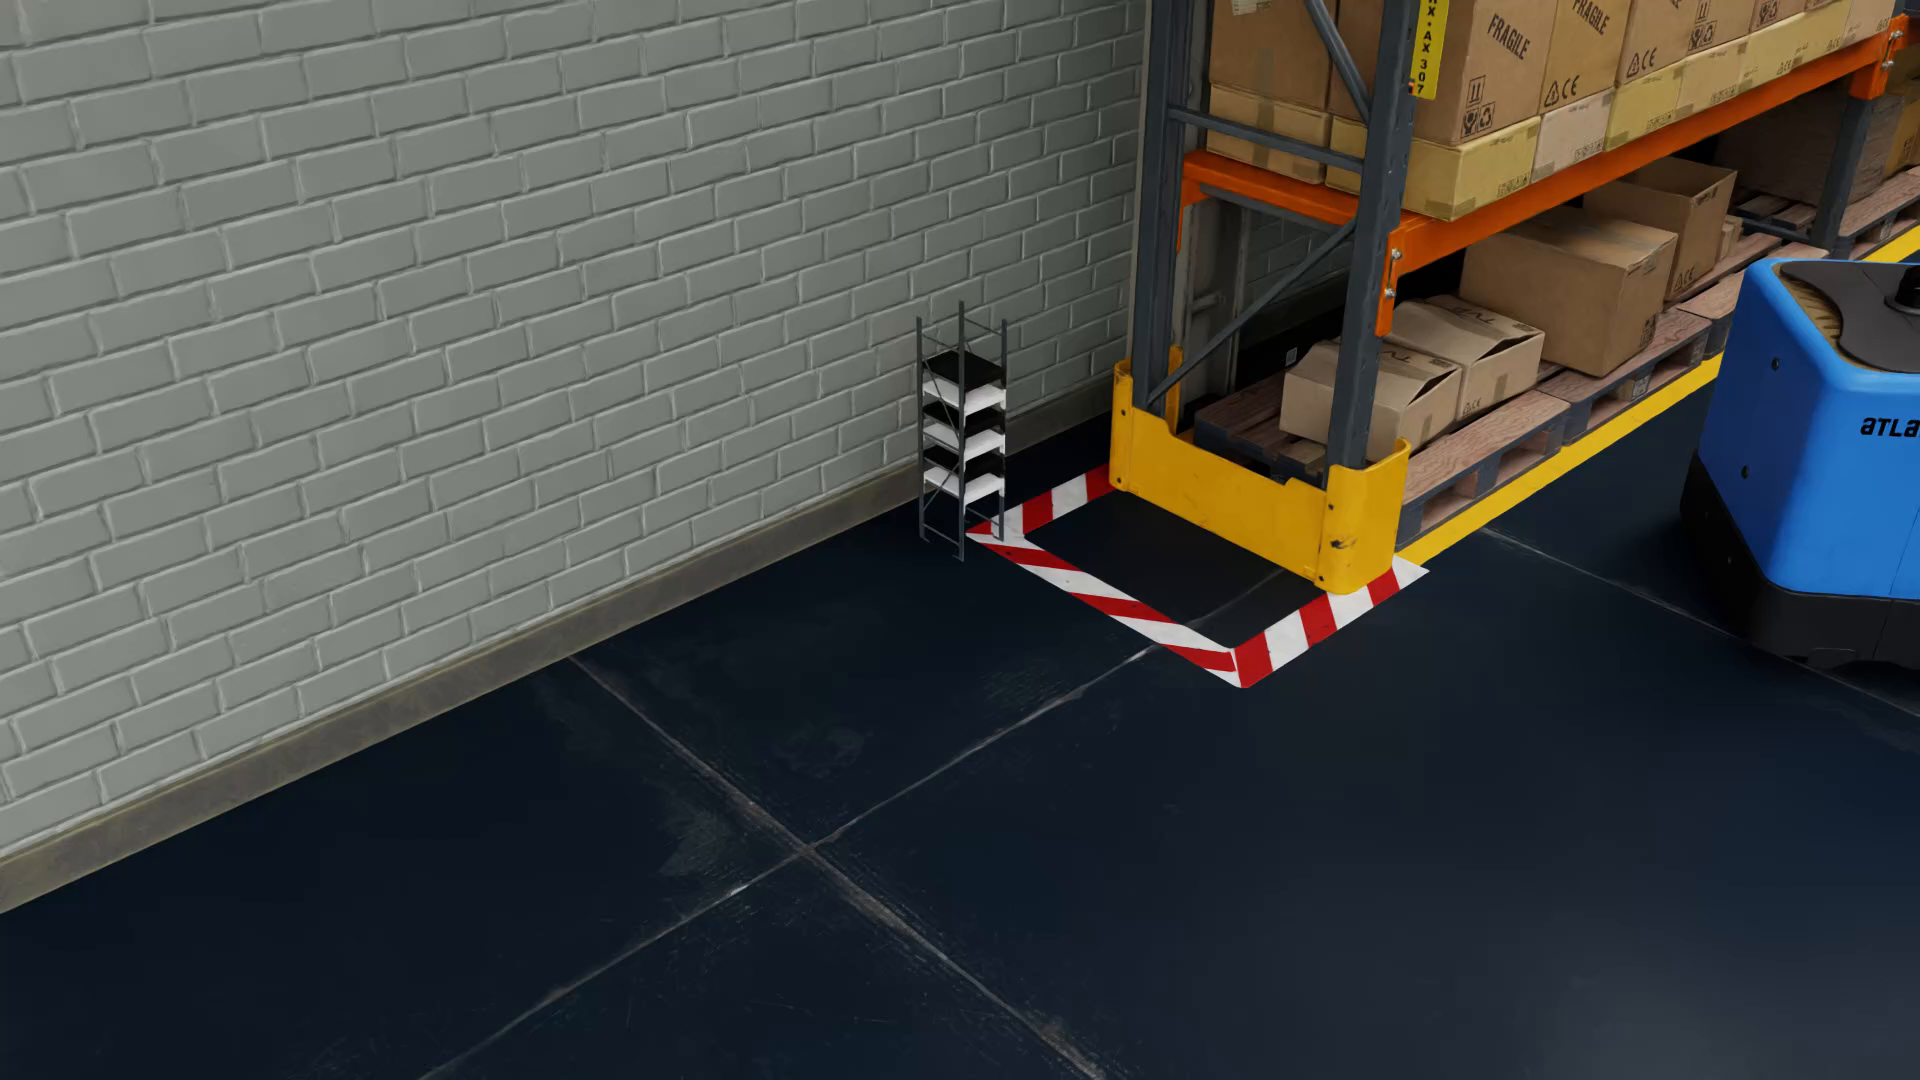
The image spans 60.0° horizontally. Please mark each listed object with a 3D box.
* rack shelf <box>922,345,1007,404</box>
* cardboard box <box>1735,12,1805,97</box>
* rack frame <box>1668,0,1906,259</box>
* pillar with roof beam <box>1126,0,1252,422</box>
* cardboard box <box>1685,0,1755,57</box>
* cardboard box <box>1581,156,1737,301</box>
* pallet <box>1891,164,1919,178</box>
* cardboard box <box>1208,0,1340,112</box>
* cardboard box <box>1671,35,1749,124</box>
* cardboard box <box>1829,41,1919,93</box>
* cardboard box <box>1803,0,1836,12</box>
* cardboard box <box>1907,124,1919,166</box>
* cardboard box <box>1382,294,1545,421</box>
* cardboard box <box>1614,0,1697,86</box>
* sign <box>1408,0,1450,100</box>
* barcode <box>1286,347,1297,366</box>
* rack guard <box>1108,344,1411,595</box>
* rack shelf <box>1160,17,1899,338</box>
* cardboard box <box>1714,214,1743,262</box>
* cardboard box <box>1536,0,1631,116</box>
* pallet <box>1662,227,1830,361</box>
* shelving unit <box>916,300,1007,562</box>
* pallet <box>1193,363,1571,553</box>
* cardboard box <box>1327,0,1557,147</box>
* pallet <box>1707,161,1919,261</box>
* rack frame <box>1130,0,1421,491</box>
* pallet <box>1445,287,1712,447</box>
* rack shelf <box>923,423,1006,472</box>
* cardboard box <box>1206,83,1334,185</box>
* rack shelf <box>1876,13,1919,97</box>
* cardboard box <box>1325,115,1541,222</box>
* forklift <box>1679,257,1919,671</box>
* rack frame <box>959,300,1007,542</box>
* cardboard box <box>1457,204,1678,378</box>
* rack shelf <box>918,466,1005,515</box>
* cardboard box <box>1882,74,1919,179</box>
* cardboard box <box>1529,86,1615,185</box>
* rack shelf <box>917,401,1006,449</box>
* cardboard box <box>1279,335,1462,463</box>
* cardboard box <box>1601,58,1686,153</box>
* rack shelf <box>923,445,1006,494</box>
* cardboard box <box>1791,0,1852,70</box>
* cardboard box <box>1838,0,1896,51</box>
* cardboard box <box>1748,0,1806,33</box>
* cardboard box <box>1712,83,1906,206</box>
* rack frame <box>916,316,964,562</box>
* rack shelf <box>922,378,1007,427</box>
[{"bbox_3d":[0.006,-0.589,5.896,0.200,0.077,0.258,-26,40,-35],"label":"rack shelf"},{"bbox_3d":[3.095,-2.049,6.851,0.500,0.250,0.500,-26,40,-36],"label":"cardboard box"},{"bbox_3d":[3.966,-2.747,7.866,0.127,3.000,1.000,-26,40,-35],"label":"rack frame"},{"bbox_3d":[3.885,-2.820,2.235,0.400,9.000,9.100,-26,40,-35],"label":"pillar with roof beam"},{"bbox_3d":[2.710,-2.187,6.356,0.500,0.500,0.500,-24,39,-34],"label":"cardboard box"},{"bbox_3d":[3.232,-1.484,7.777,0.500,0.500,0.500,26,40,35],"label":"cardboard box"},{"bbox_3d":[5.431,-2.269,9.758,1.213,0.211,1.003,-26,40,-35],"label":"pallet"},{"bbox_3d":[1.234,-1.841,5.791,0.500,0.500,0.500,-26,40,-36],"label":"cardboard box"},{"bbox_3d":[2.727,-1.871,6.558,0.500,0.250,0.500,-25,40,-35],"label":"cardboard box"},{"bbox_3d":[4.815,-2.613,8.903,0.500,0.250,0.500,-27,40,-36],"label":"cardboard box"},{"bbox_3d":[3.467,-2.546,6.944,0.500,0.500,0.500,-26,40,-36],"label":"cardboard box"},{"bbox_3d":[5.241,-2.503,9.443,0.500,0.500,0.700,-25,40,-35],"label":"cardboard box"},{"bbox_3d":[2.019,-0.782,6.809,0.500,0.311,0.500,-22,38,-32],"label":"cardboard box"},{"bbox_3d":[2.339,-1.999,6.050,0.500,0.500,0.500,-27,41,-37],"label":"cardboard box"},{"bbox_3d":[1.402,-1.490,4.981,0.005,0.325,0.100,-26,40,-35],"label":"sign"},{"bbox_3d":[1.343,-0.743,6.736,0.075,0.075,0.001,-26,40,-35],"label":"barcode"},{"bbox_3d":[1.088,-0.288,6.242,0.348,0.500,1.175,-26,40,-35],"label":"rack guard"},{"bbox_3d":[2.499,-1.730,6.894,4.000,0.370,1.077,-26,40,-35],"label":"rack shelf"},{"bbox_3d":[3.594,-1.524,8.162,0.380,0.166,0.250,23,38,33],"label":"cardboard box"},{"bbox_3d":[1.956,-1.818,5.754,0.500,0.500,0.500,-26,40,-35],"label":"cardboard box"},{"bbox_3d":[3.497,-1.305,8.182,1.213,0.211,1.003,-26,40,-35],"label":"pallet"},{"bbox_3d":[0.006,-0.387,6.020,0.210,0.900,0.258,-26,40,-35],"label":"shelving unit"},{"bbox_3d":[1.708,-0.440,6.767,1.213,0.211,1.003,-26,40,-35],"label":"pallet"},{"bbox_3d":[1.587,-1.647,5.473,0.500,0.500,0.500,-26,40,-35],"label":"cardboard box"},{"bbox_3d":[4.536,-1.834,9.046,1.213,0.211,1.003,-26,40,-35],"label":"pallet"},{"bbox_3d":[1.033,-1.328,5.546,0.127,3.000,1.000,-26,40,-35],"label":"rack frame"},{"bbox_3d":[2.602,-0.870,7.471,1.213,0.211,1.003,-26,40,-35],"label":"pallet"},{"bbox_3d":[0.006,-0.358,6.037,0.200,0.077,0.258,-26,40,-35],"label":"rack shelf"},{"bbox_3d":[1.244,-1.512,5.973,0.500,0.250,0.500,-25,39,-35],"label":"cardboard box"},{"bbox_3d":[5.432,-3.149,9.214,4.000,0.370,1.077,-26,40,-35],"label":"rack shelf"},{"bbox_3d":[1.606,-1.324,5.665,0.500,0.250,0.500,-27,41,-37],"label":"cardboard box"},{"bbox_3d":[4.182,-0.993,5.065,3.031,2.935,1.130,4,32,6],"label":"forklift"},{"bbox_3d":[0.080,-0.423,6.079,0.006,0.900,0.240,-26,40,-35],"label":"rack frame"},{"bbox_3d":[2.591,-1.103,7.154,0.700,0.500,0.500,26,40,36],"label":"cardboard box"},{"bbox_3d":[0.006,-0.205,6.131,0.200,0.077,0.258,-26,40,-35],"label":"rack shelf"},{"bbox_3d":[4.839,-2.338,9.172,0.500,0.500,0.700,-27,40,-36],"label":"cardboard box"},{"bbox_3d":[1.977,-1.514,5.975,0.500,0.250,0.500,-27,41,-37],"label":"cardboard box"},{"bbox_3d":[0.006,-0.435,5.990,0.200,0.077,0.258,-26,40,-35],"label":"rack shelf"},{"bbox_3d":[1.601,-0.579,6.478,0.500,0.311,0.500,24,39,34],"label":"cardboard box"},{"bbox_3d":[2.355,-1.692,6.266,0.500,0.250,0.500,-27,40,-36],"label":"cardboard box"},{"bbox_3d":[0.006,-0.282,6.084,0.200,0.077,0.258,-26,40,-35],"label":"rack shelf"},{"bbox_3d":[3.454,-2.234,7.152,0.500,0.250,0.500,-26,40,-35],"label":"cardboard box"},{"bbox_3d":[3.825,-2.407,7.436,0.500,0.250,0.500,-26,40,-35],"label":"cardboard box"},{"bbox_3d":[3.091,-2.371,6.659,0.500,0.500,0.500,-27,41,-37],"label":"cardboard box"},{"bbox_3d":[4.494,-2.135,8.841,0.500,0.500,0.700,-24,39,-34],"label":"cardboard box"},{"bbox_3d":[-0.069,-0.351,5.961,0.006,0.900,0.240,-26,40,-35],"label":"rack frame"},{"bbox_3d":[0.006,-0.512,5.943,0.200,0.077,0.258,-26,40,-35],"label":"rack shelf"}]
